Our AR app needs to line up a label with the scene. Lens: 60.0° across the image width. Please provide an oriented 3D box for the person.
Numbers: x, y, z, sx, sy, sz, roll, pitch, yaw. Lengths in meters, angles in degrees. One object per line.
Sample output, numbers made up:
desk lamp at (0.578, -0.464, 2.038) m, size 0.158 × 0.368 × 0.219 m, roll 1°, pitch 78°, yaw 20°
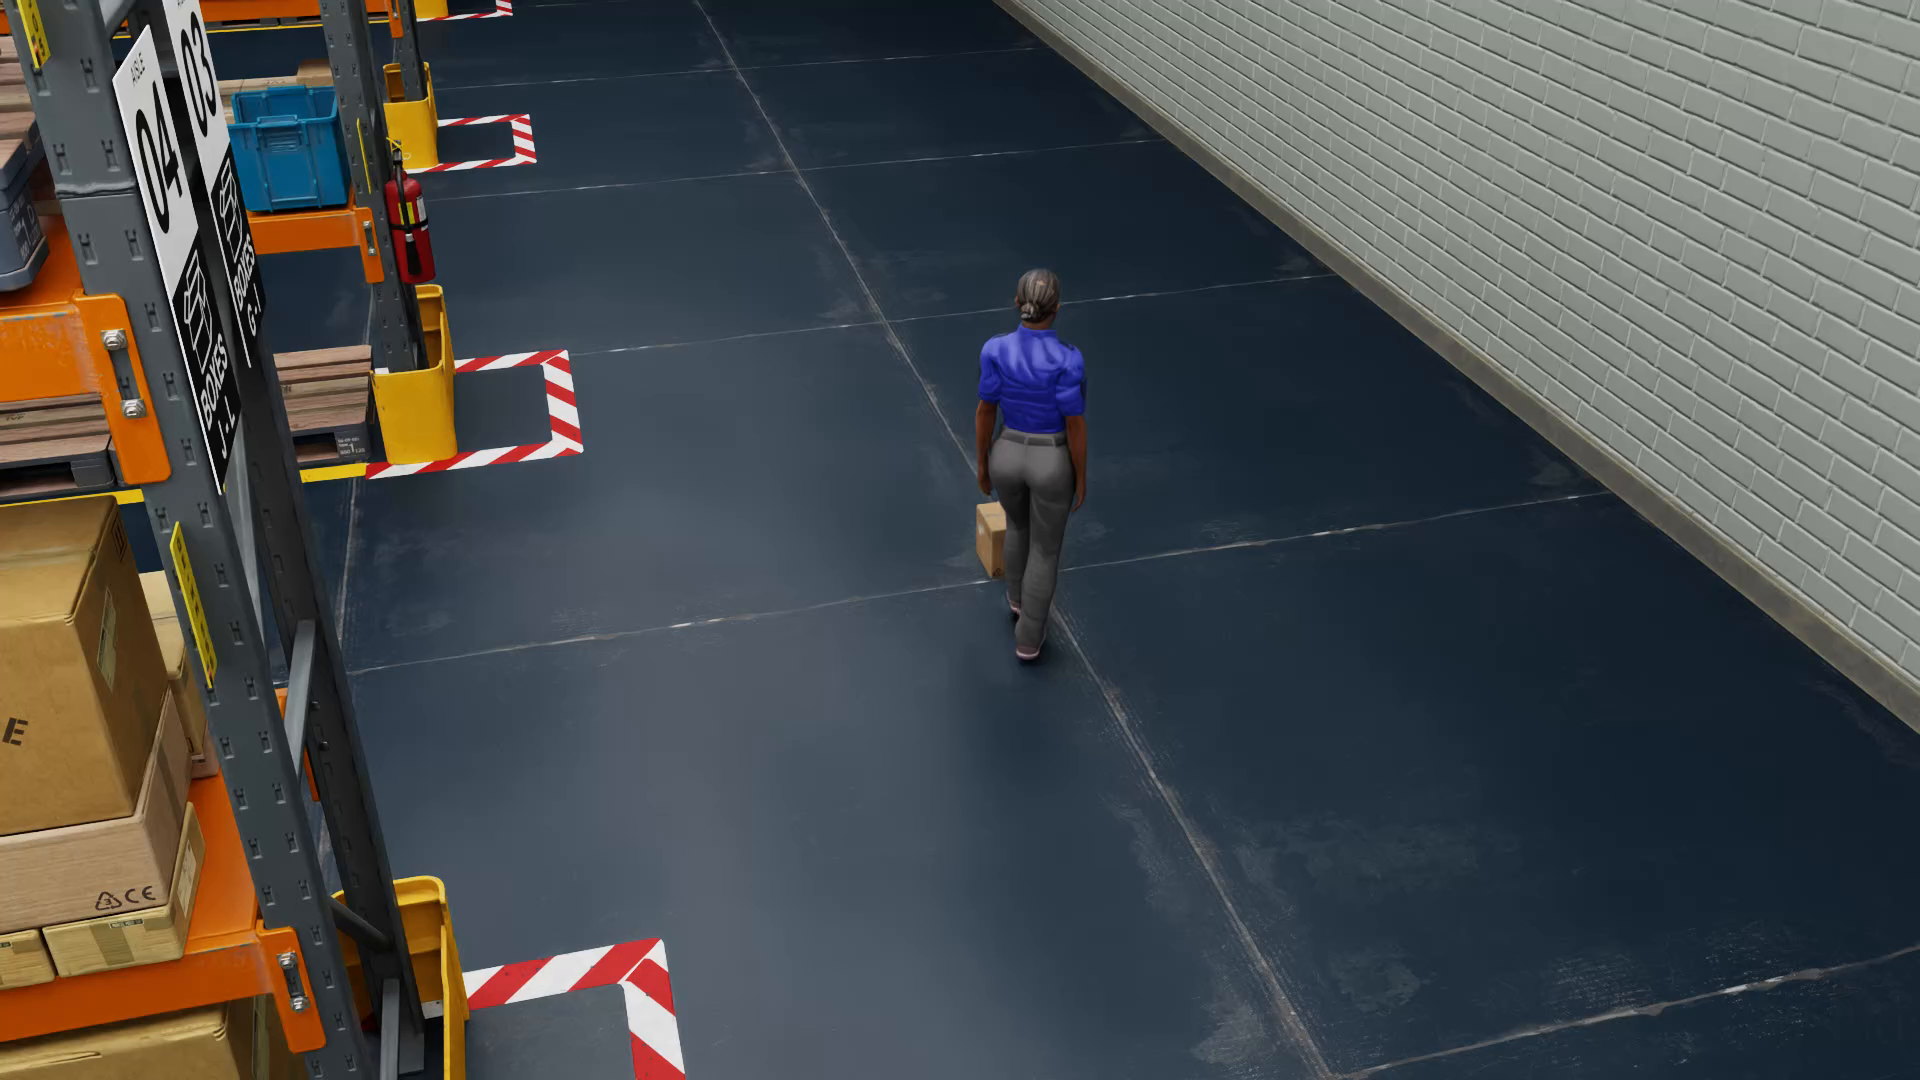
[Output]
person at (0.337, -0.340, 6.697) m, size 0.448 × 1.660 × 0.572 m, roll 12°, pitch 33°, yaw 20°
